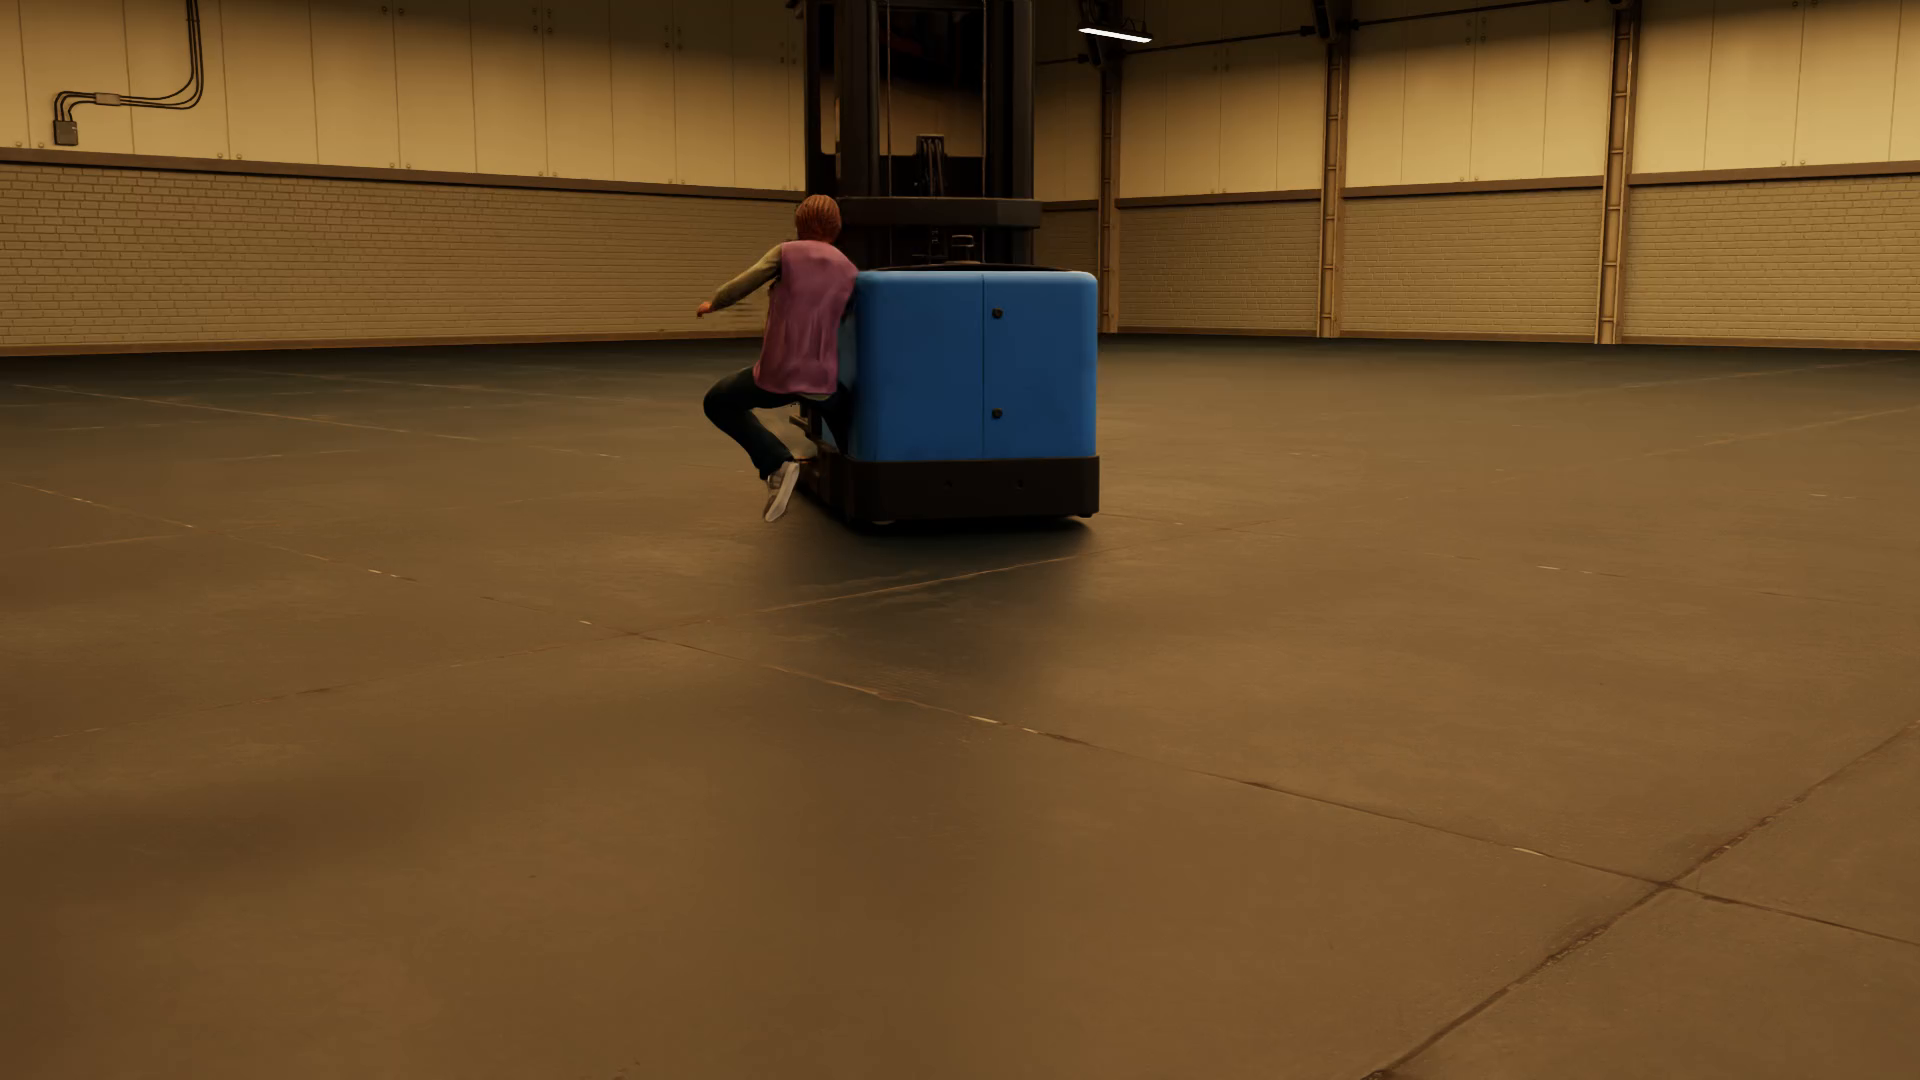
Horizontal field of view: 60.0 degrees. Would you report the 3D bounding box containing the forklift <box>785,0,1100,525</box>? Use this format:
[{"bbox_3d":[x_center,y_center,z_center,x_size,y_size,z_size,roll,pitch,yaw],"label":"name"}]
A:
[{"bbox_3d":[-0.244,-1.690,8.098,1.130,2.935,3.031,-2,9,-13],"label":"forklift"}]

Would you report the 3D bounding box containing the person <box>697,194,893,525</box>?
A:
[{"bbox_3d":[-0.669,-0.735,6.929,0.791,1.372,0.710,-3,9,-21],"label":"person"}]
